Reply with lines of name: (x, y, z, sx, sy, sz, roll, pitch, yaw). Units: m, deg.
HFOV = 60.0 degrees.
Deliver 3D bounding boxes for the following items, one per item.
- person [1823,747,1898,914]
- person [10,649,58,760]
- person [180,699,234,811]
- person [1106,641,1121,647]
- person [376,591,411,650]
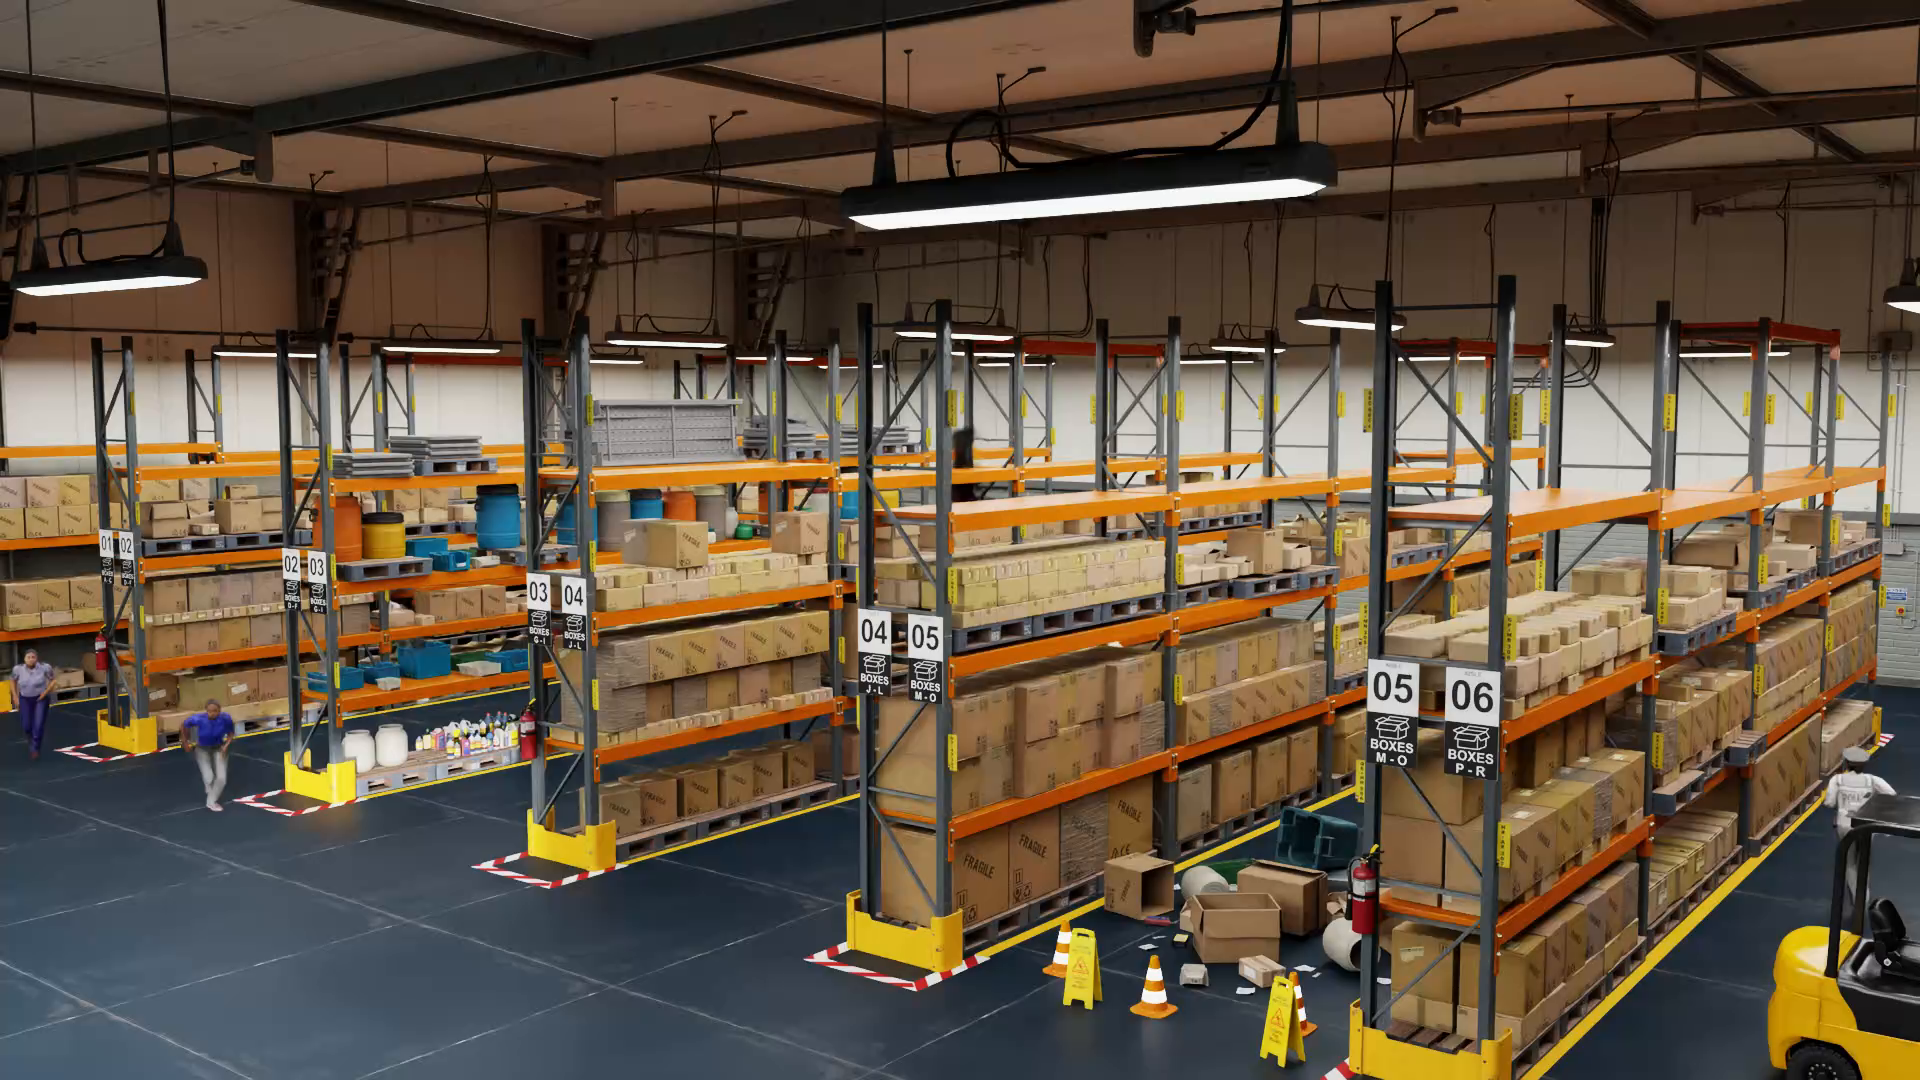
person: (9.003, 2.907, 16.672, 0.621, 1.610, 0.749, 2, 5, 20)
person: (-13.229, 2.320, 23.778, 0.600, 1.584, 0.661, -2, 6, -25)
person: (-9.295, 2.655, 20.559, 0.594, 1.473, 0.728, -3, 6, -30)
person: (2.066, 2.276, 23.009, 0.653, 1.792, 0.714, 2, 5, 25)
person: (-10.261, 1.709, 30.235, 0.706, 1.681, 0.927, 1, 5, 6)
